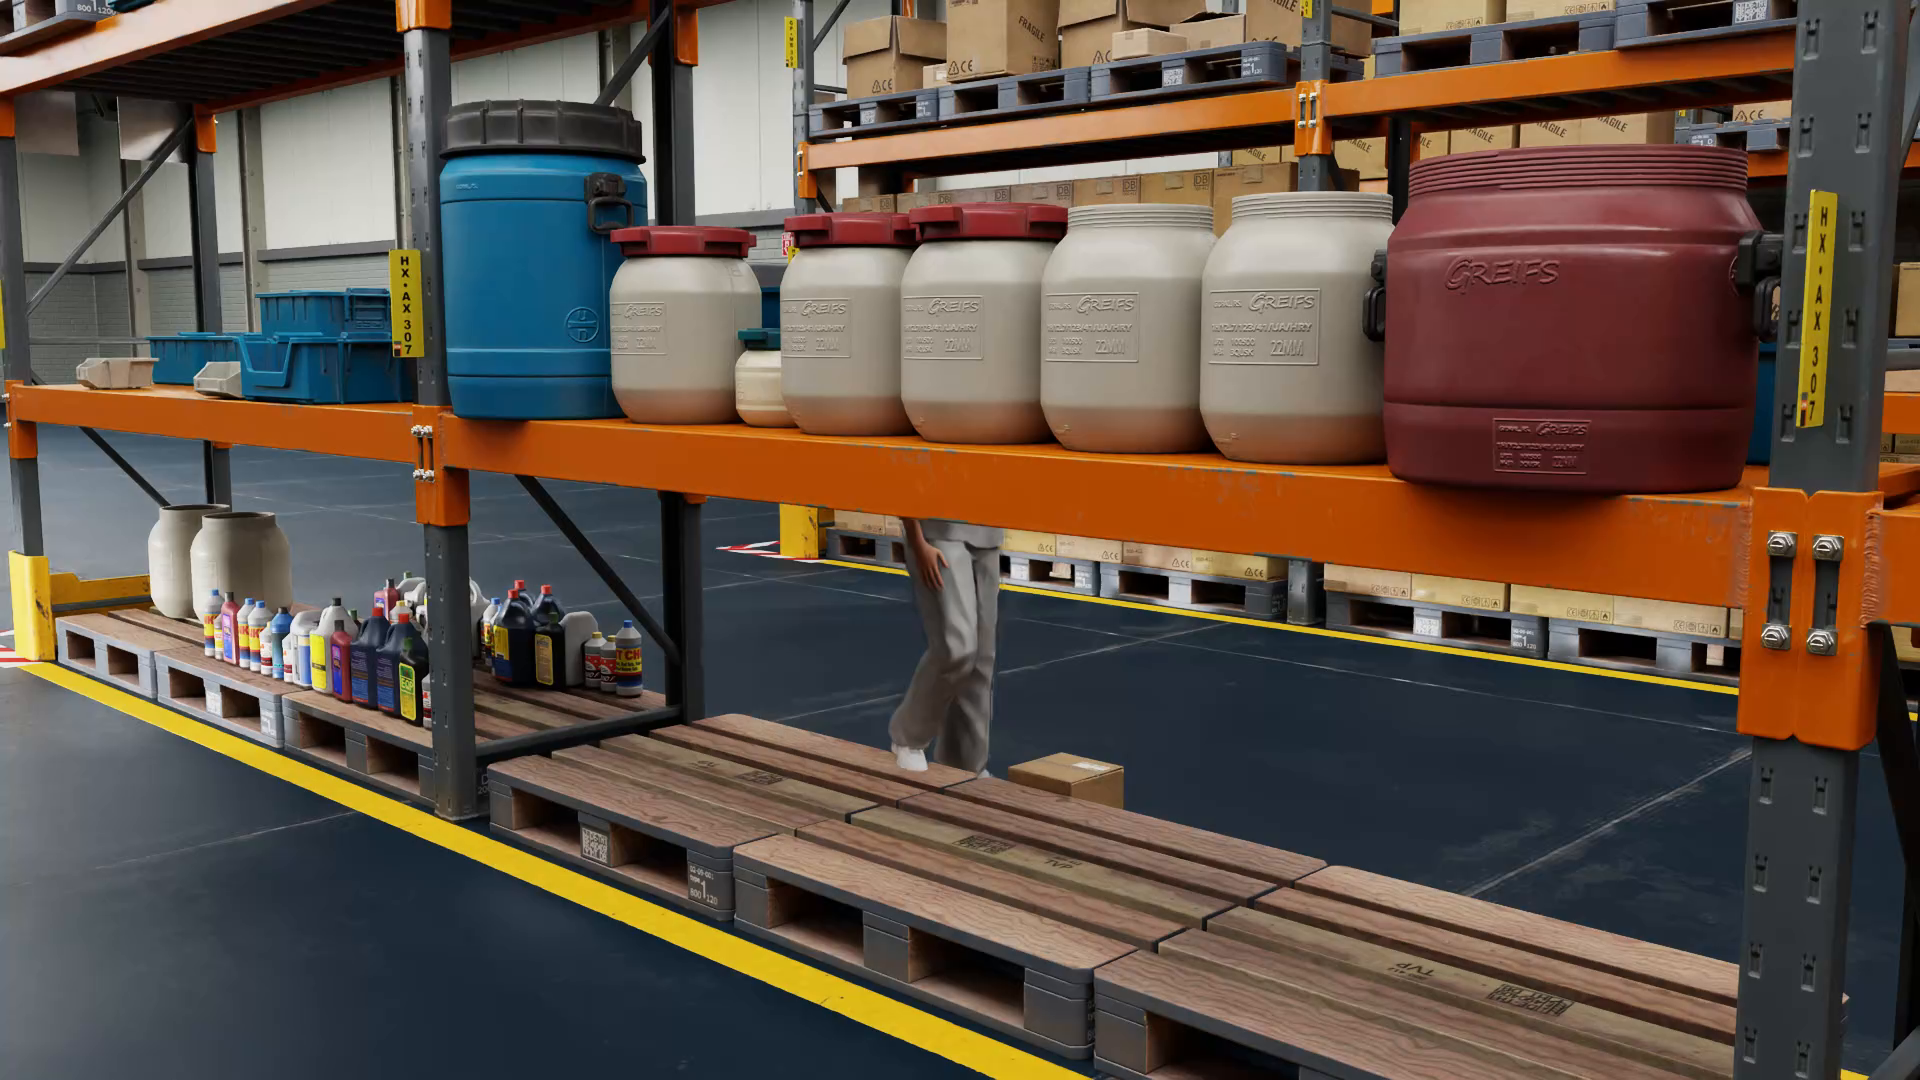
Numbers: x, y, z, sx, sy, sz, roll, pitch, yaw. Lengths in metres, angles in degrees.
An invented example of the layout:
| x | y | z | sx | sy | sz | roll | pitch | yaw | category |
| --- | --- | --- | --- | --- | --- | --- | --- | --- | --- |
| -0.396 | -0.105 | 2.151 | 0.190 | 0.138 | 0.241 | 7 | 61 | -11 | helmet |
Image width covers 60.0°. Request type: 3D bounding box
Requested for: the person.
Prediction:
| x | y | z | sx | sy | sz | roll | pitch | yaw | category |
| --- | --- | --- | --- | --- | --- | --- | --- | --- | --- |
| -0.009 | 0.050 | 5.233 | 0.460 | 1.681 | 0.512 | 7 | 10 | 43 | person |
